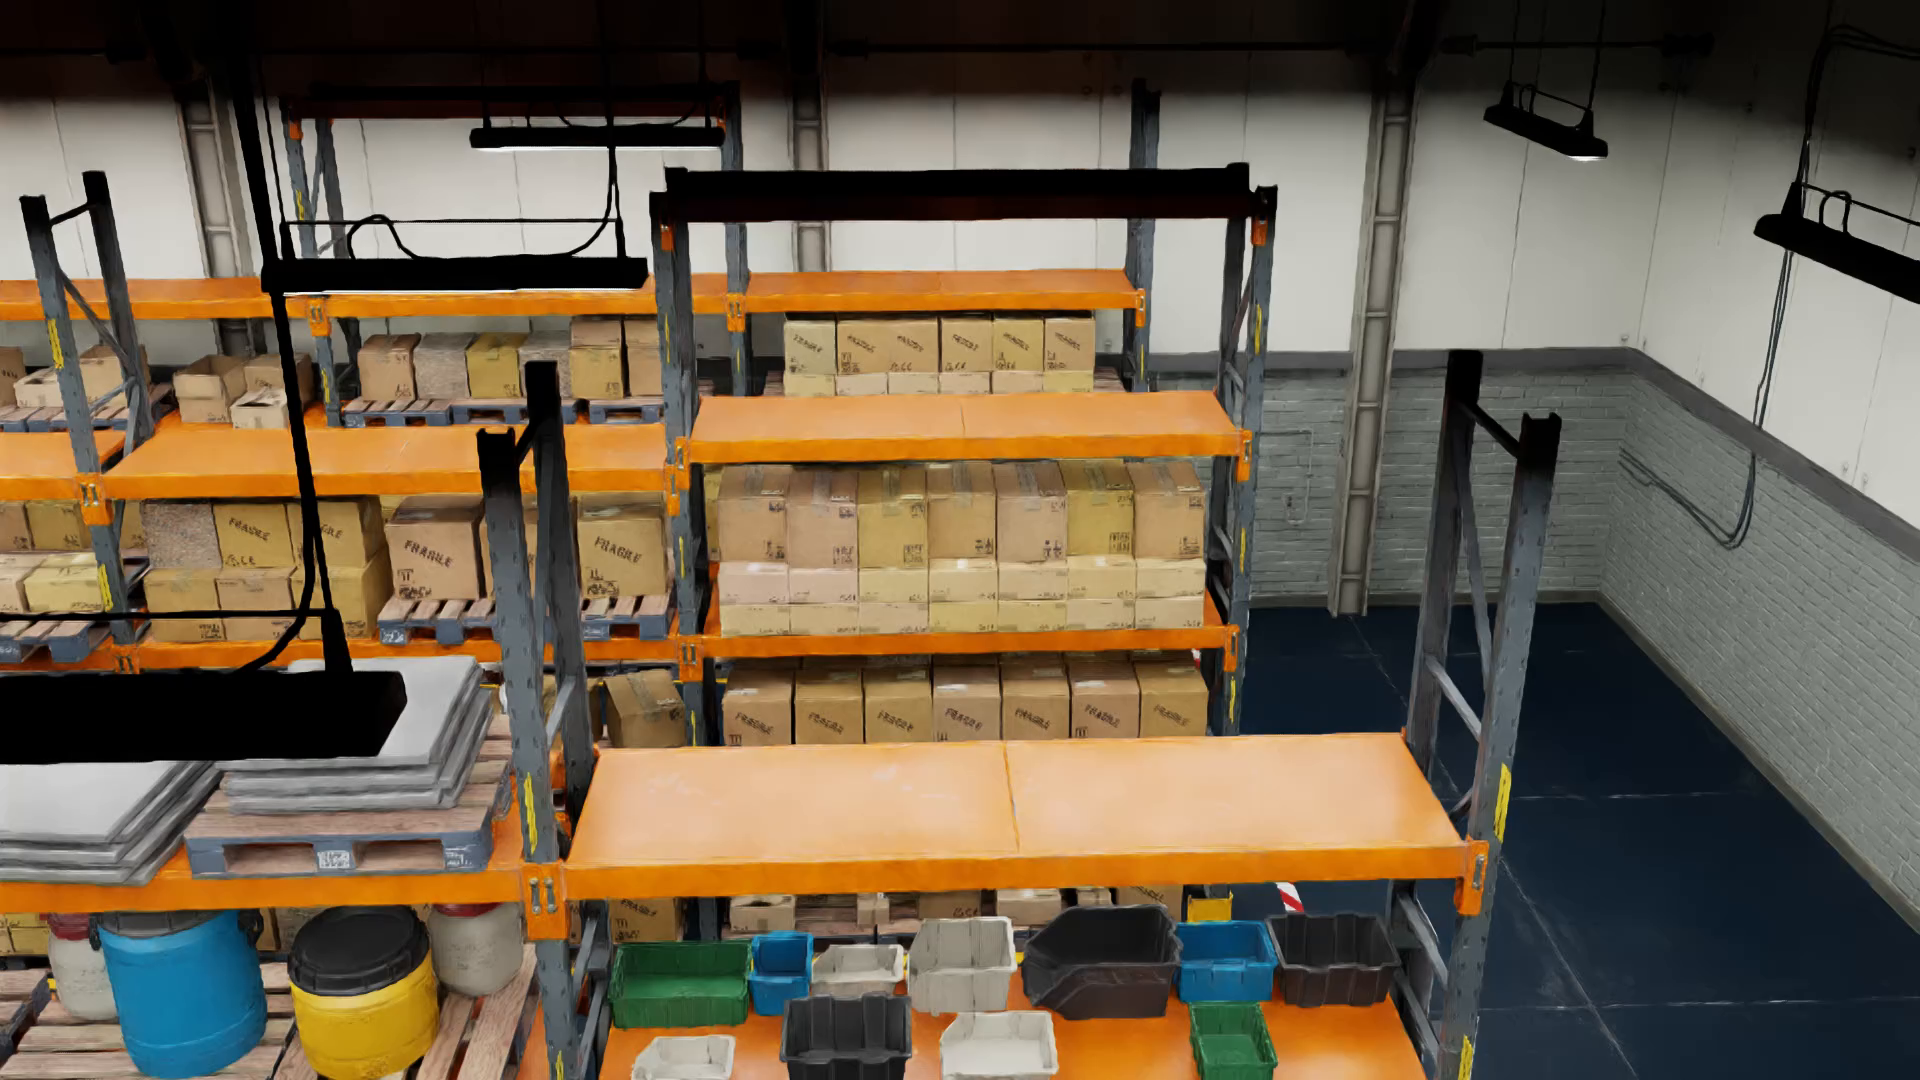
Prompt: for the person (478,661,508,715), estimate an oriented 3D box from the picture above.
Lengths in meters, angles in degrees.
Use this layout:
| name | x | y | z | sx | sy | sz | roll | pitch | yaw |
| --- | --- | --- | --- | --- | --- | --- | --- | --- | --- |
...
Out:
| name | x | y | z | sx | sy | sz | roll | pitch | yaw |
| --- | --- | --- | --- | --- | --- | --- | --- | --- | --- |
| person | -3.853 | 1.746 | 14.597 | 0.578 | 1.714 | 0.715 | -2 | 22 | -4 |
